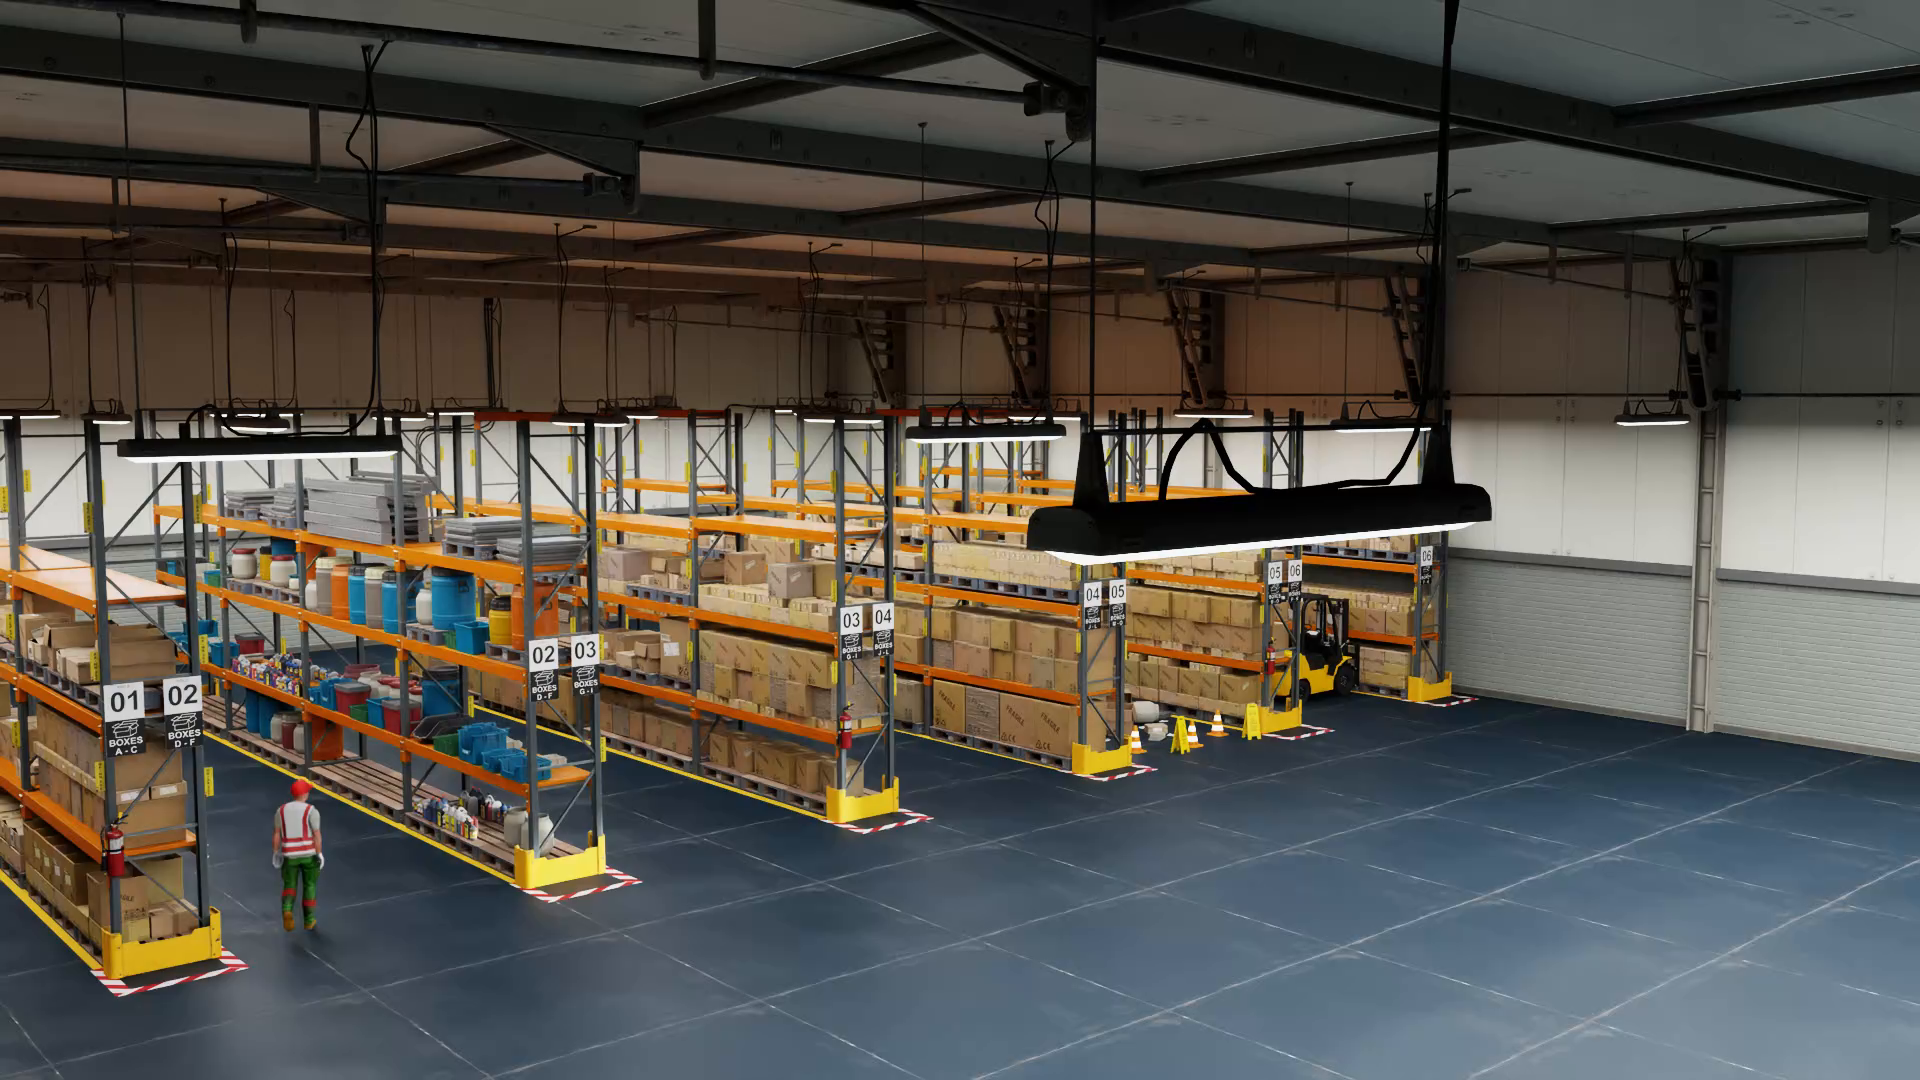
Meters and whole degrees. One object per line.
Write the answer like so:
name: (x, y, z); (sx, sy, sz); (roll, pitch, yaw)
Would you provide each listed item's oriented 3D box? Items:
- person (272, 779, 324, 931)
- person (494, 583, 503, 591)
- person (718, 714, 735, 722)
person: (-7.793, 3.715, 19.556); (0.593, 1.783, 0.588); (-1, 5, -9)
person: (-11.350, 1.896, 40.862); (0.750, 1.677, 0.571); (0, 5, -1)
person: (-4.539, 2.688, 32.240); (0.389, 1.663, 0.521); (-1, 5, -10)
